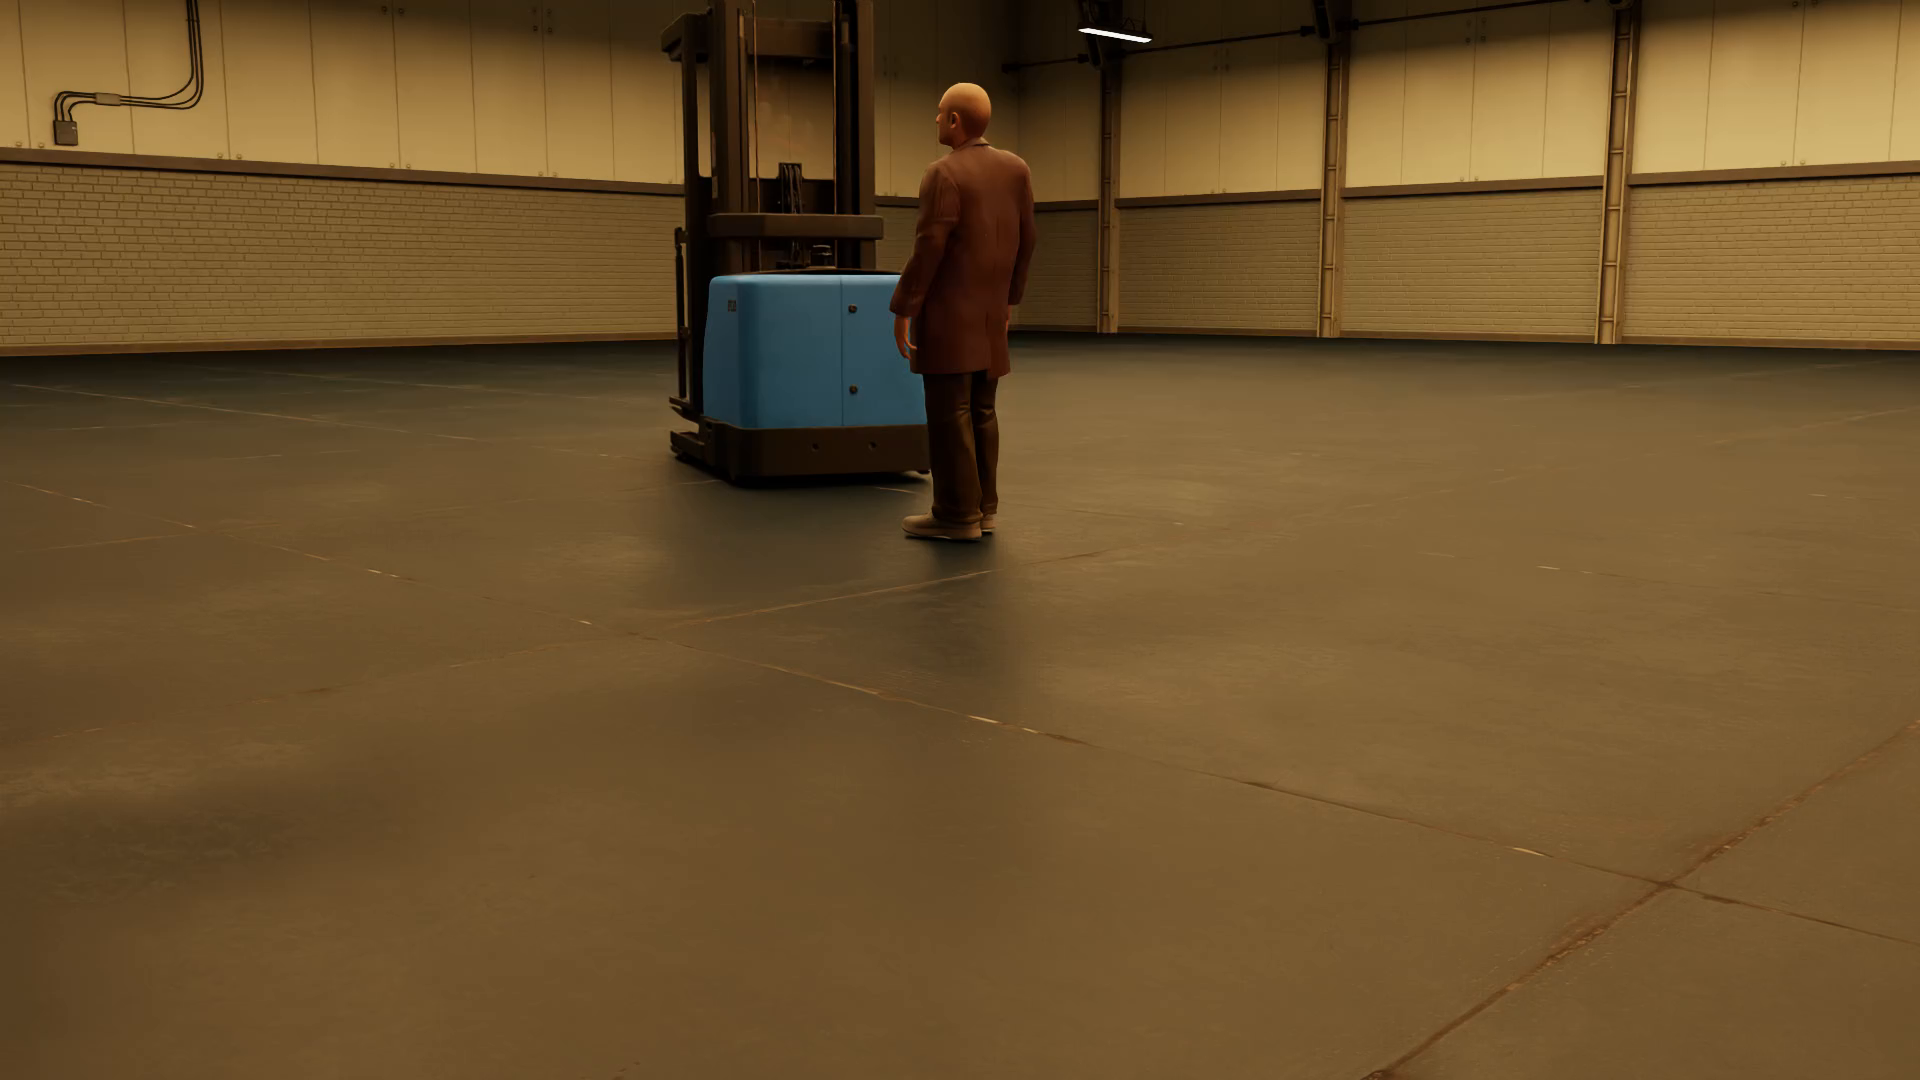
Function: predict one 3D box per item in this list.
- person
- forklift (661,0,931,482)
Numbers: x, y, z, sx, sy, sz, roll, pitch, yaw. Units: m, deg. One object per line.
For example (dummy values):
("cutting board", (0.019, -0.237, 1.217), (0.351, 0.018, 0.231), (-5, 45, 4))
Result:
("person", (-0.062, -0.896, 6.650), (0.582, 1.775, 0.696), (8, 12, 43))
("forklift", (-1.101, -1.929, 9.686), (1.130, 2.935, 3.031), (-3, 9, -19))
